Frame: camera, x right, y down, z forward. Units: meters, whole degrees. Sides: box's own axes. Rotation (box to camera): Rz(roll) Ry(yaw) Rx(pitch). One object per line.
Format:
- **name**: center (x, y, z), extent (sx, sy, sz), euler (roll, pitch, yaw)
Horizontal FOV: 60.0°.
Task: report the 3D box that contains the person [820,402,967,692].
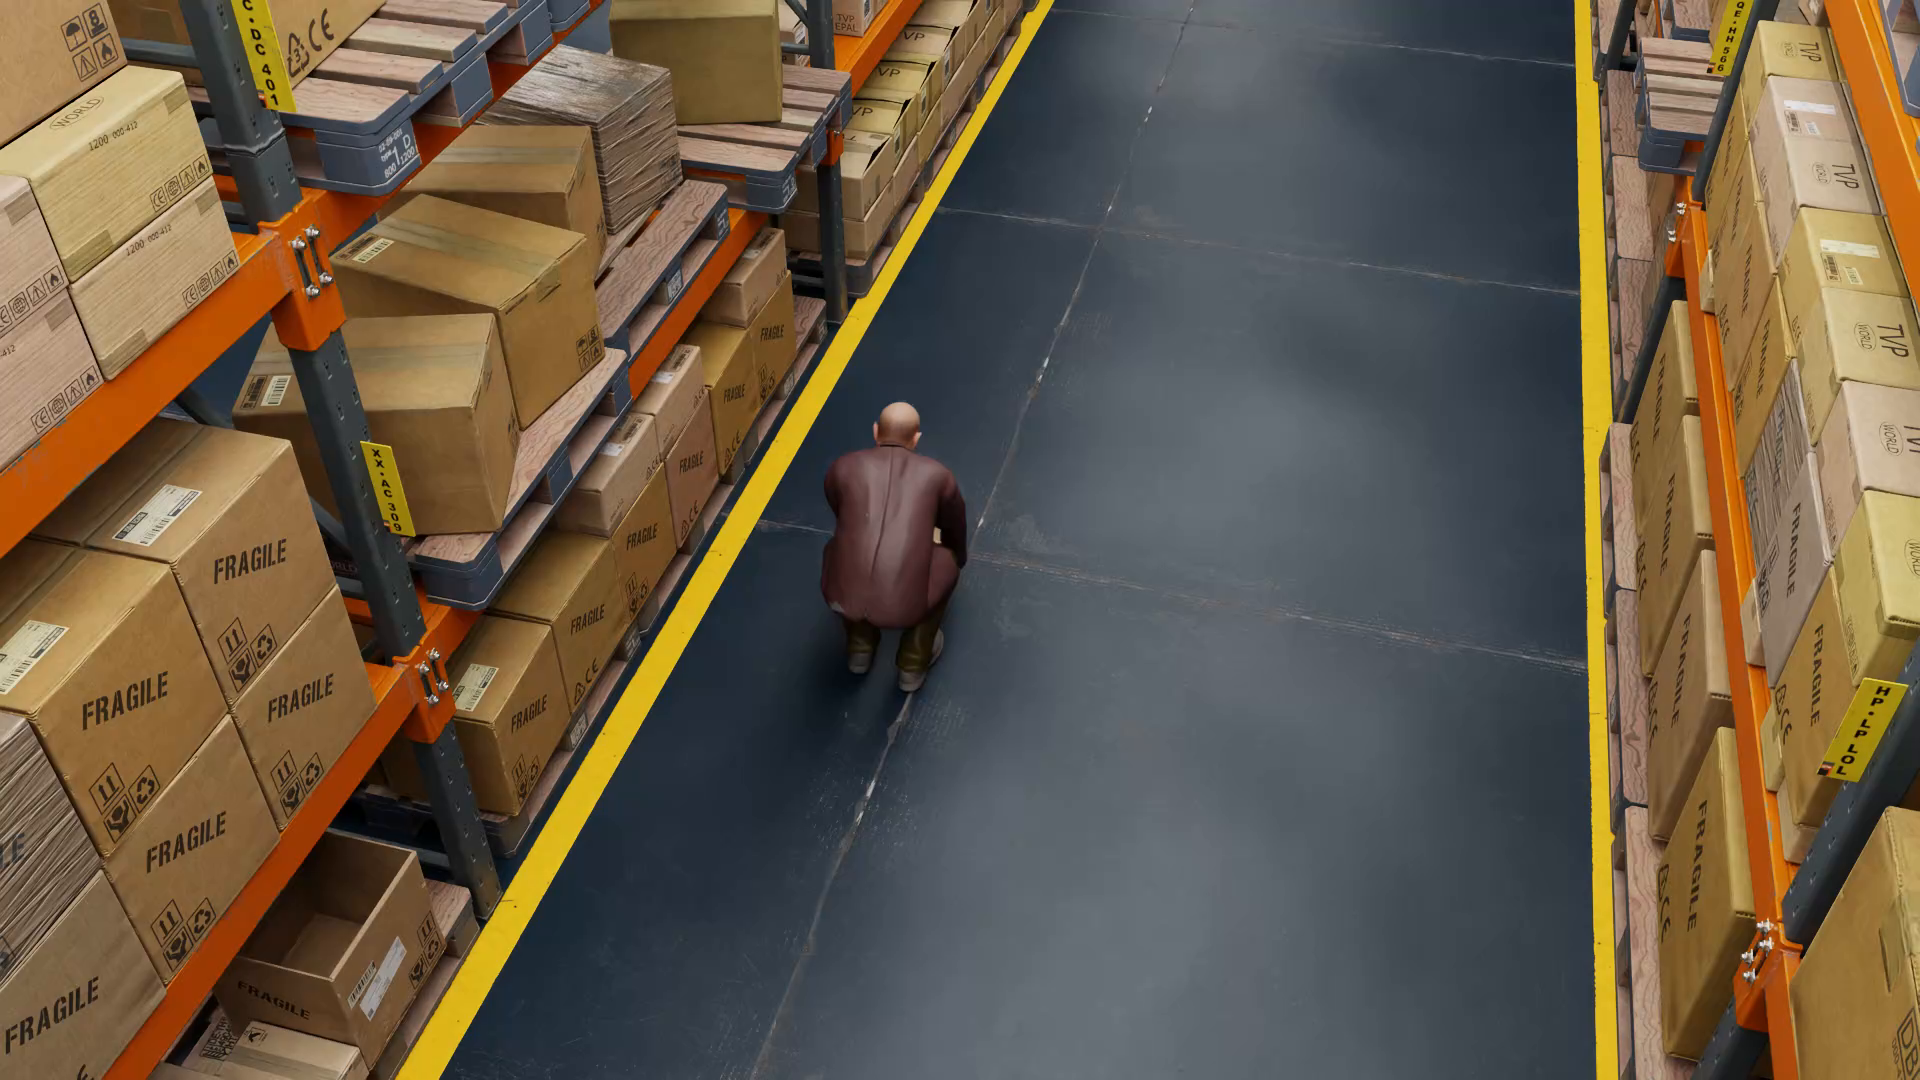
- **person**: center (-0.281, 0.049, 6.743), extent (0.609, 0.960, 0.900), euler (10, 41, 11)
